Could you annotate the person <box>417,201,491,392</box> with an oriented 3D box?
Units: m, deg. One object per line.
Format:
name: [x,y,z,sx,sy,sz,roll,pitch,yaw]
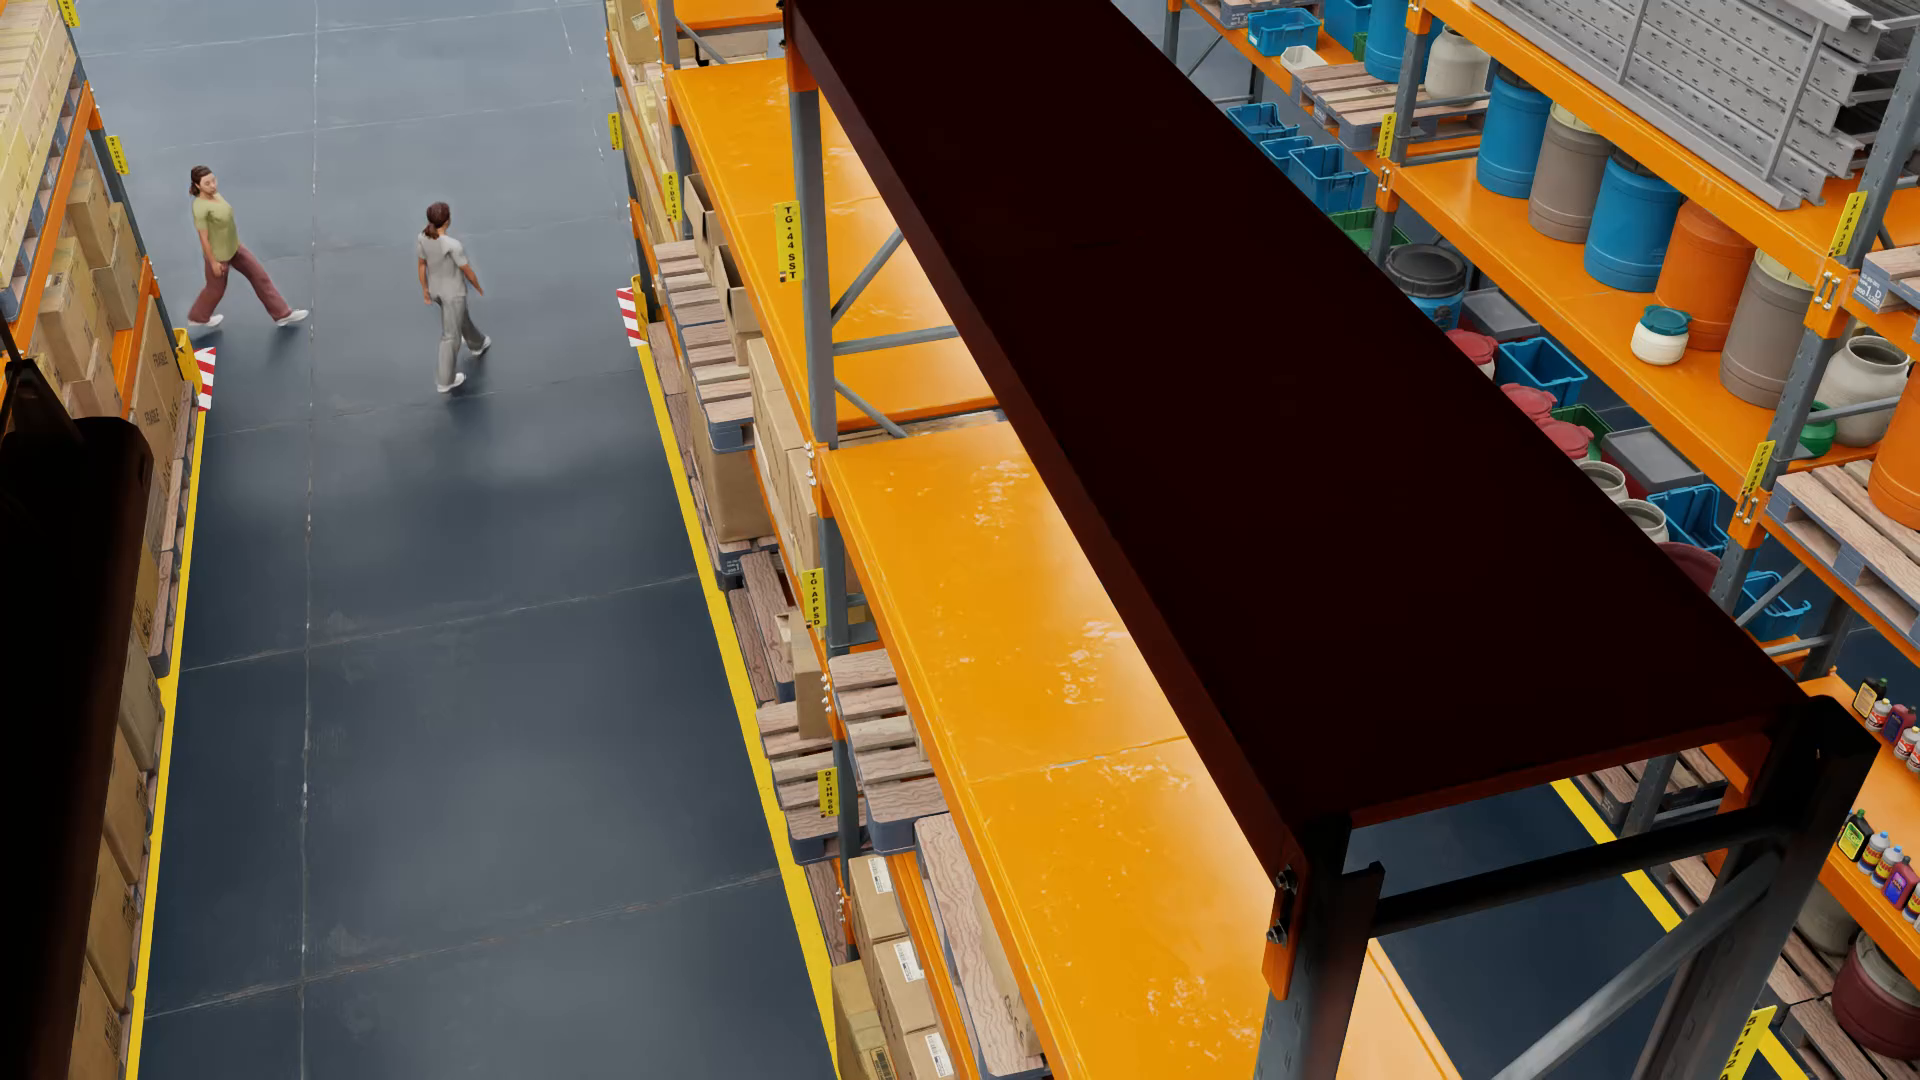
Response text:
person: [-4.313,-2.146,14.178,0.486,1.631,0.894,20,43,24]

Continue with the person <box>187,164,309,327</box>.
person: [-6.518,-2.584,14.776,1.034,1.614,0.544,2,38,2]
